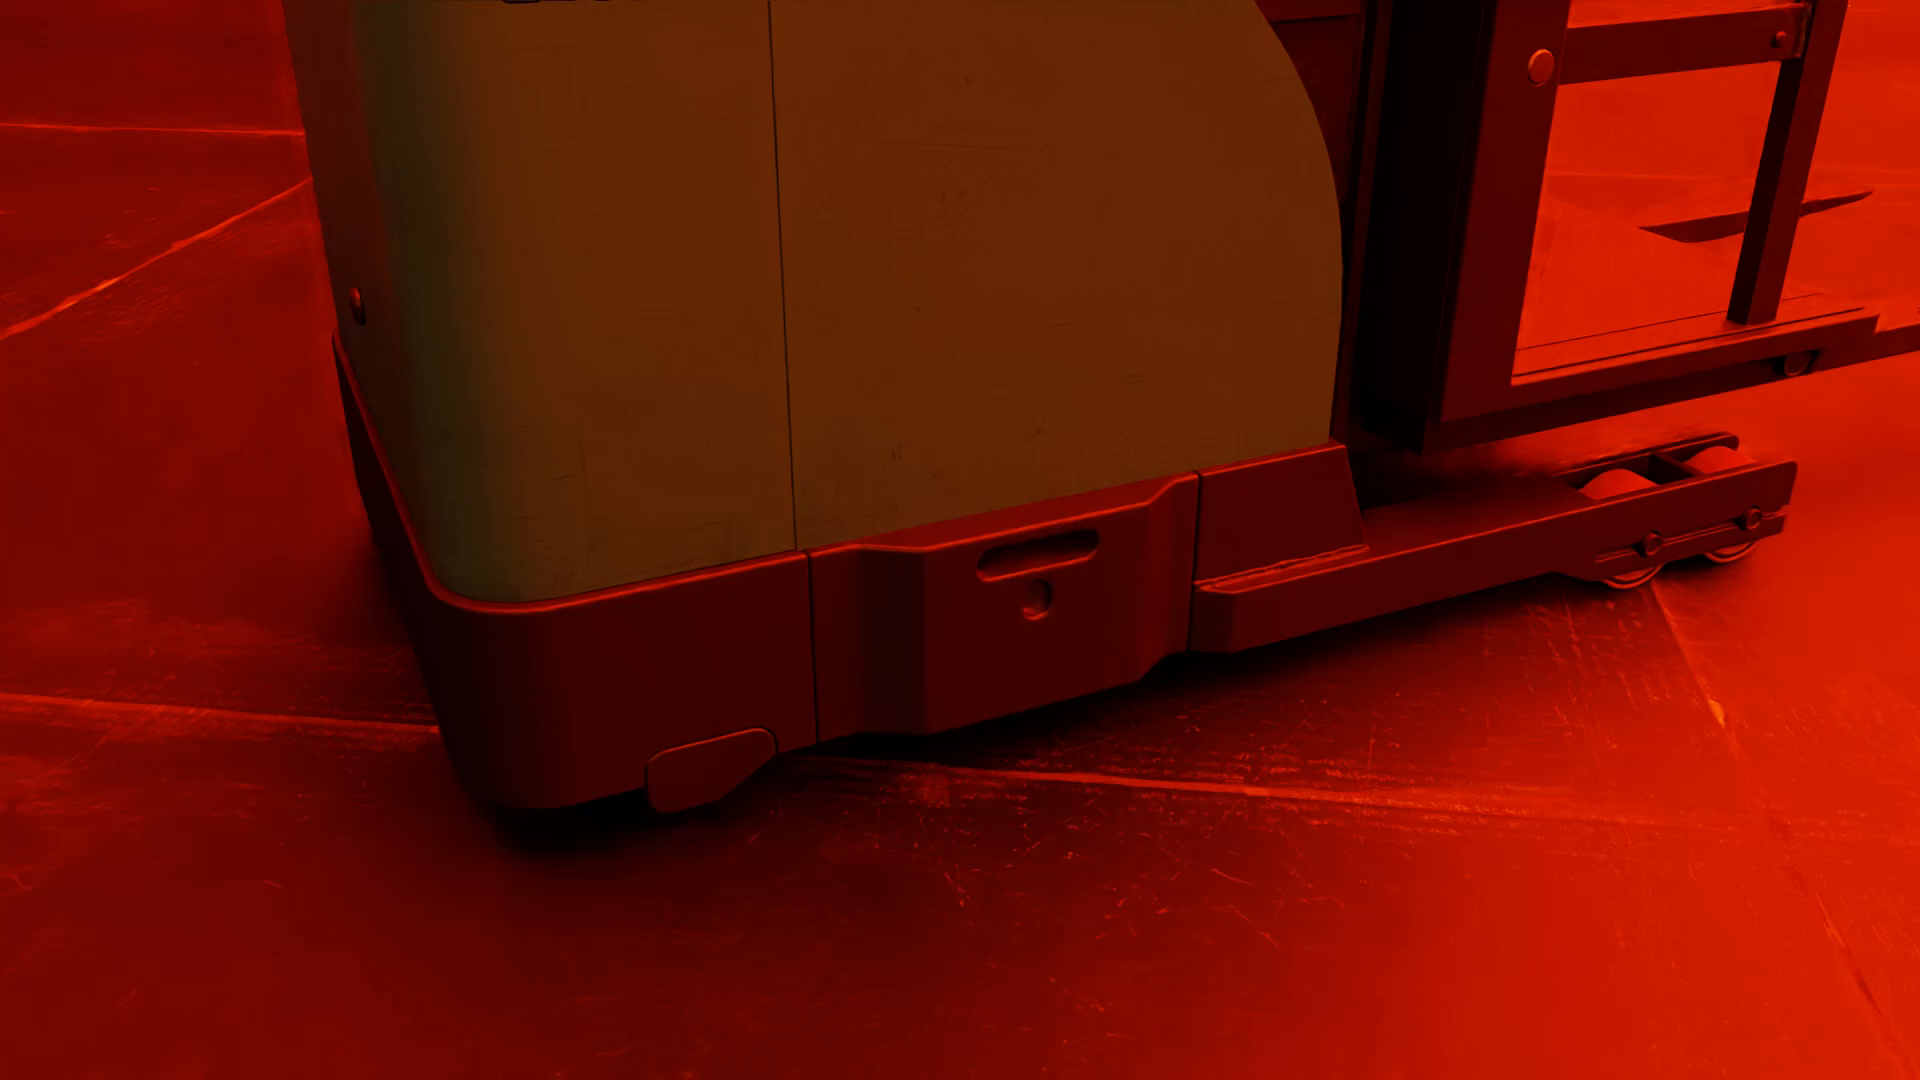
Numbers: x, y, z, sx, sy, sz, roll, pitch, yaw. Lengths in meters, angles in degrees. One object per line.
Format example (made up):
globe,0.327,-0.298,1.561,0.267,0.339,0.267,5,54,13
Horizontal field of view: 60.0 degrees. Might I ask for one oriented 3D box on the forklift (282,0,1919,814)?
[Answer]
forklift,0.646,-1.443,2.109,3.031,2.935,1.130,-12,29,-22
